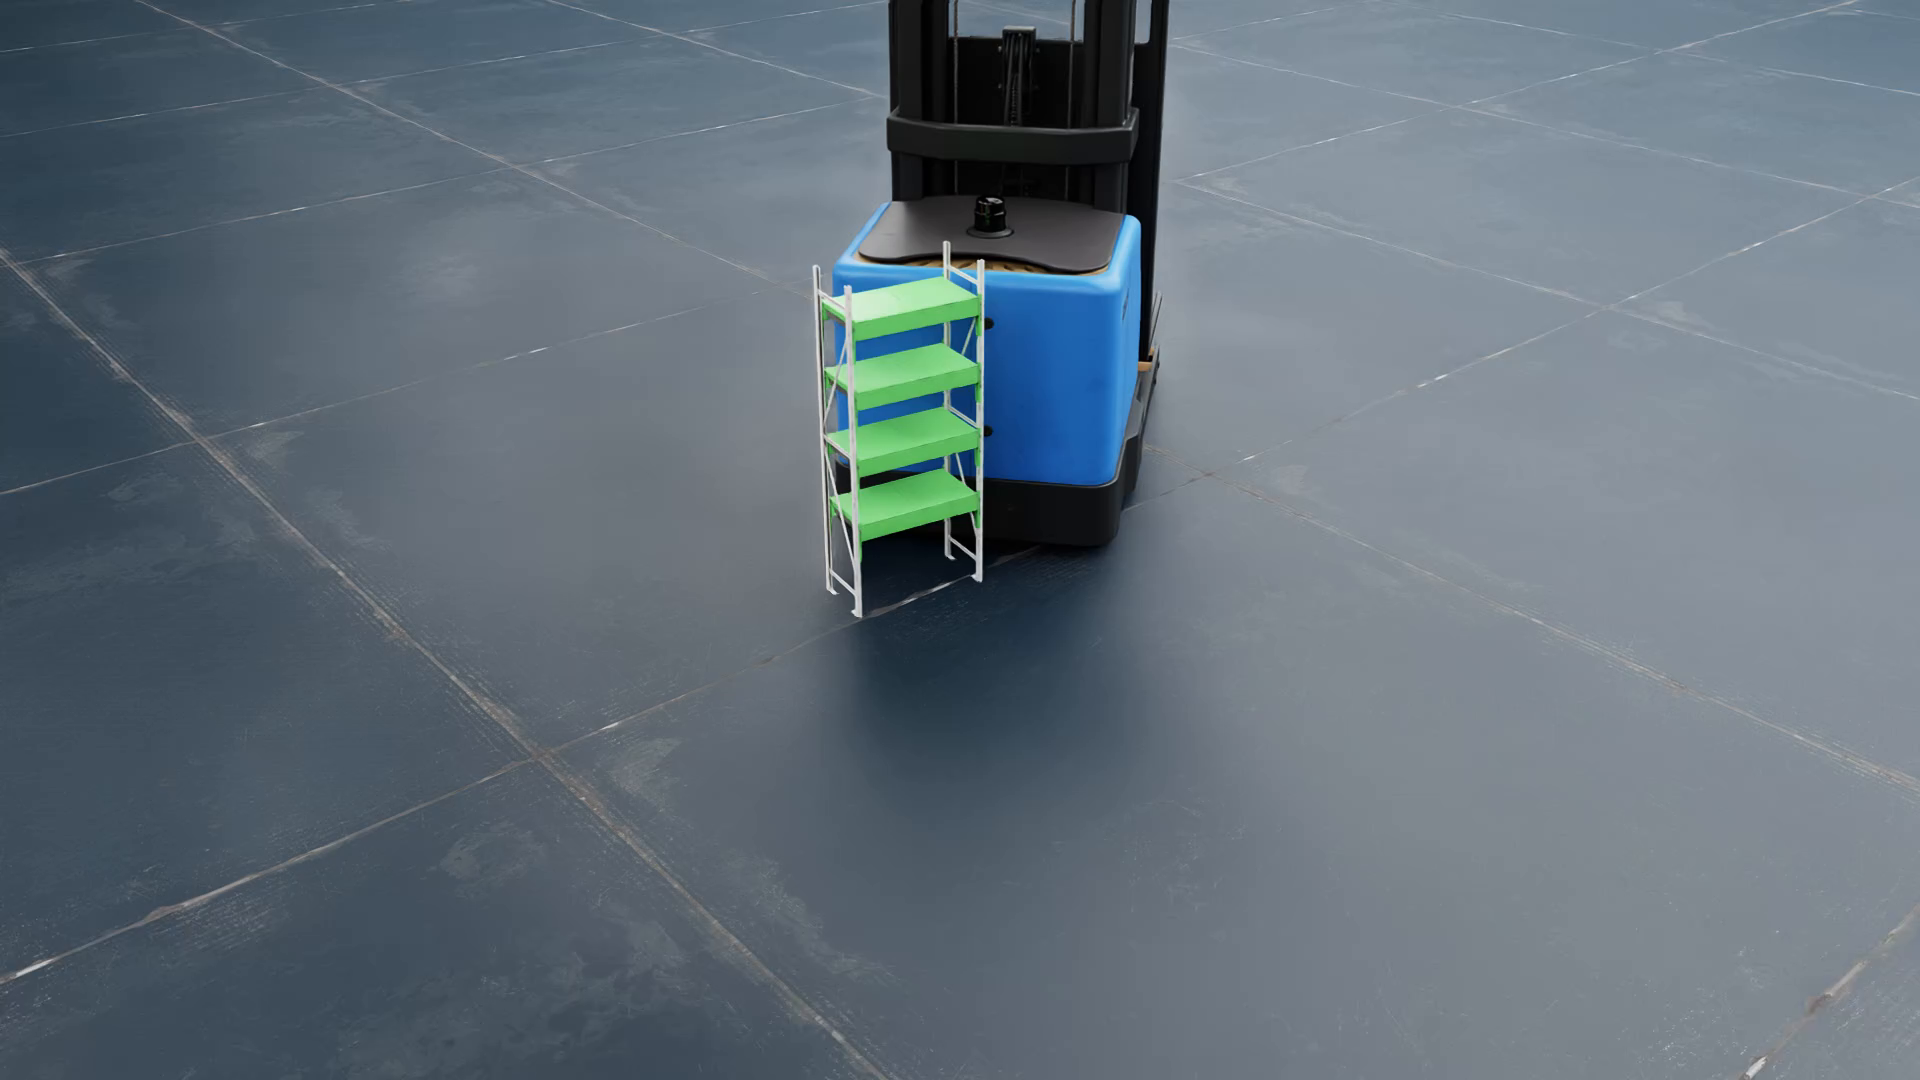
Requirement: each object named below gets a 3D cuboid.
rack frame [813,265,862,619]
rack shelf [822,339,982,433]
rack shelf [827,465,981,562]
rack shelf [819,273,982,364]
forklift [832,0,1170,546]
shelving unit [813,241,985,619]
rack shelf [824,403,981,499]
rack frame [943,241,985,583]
[{"bbox_3d":[-0.406,-0.307,5.551,0.015,1.200,0.240,-16,32,-27],"label":"rack frame"},{"bbox_3d":[-0.197,-0.521,5.579,0.480,0.148,0.258,-16,32,-27],"label":"rack shelf"},{"bbox_3d":[-0.197,-0.098,5.805,0.480,0.148,0.258,-16,32,-27],"label":"rack shelf"},{"bbox_3d":[-0.197,-0.733,5.465,0.480,0.148,0.258,-16,32,-27],"label":"rack shelf"},{"bbox_3d":[0.308,-1.943,6.777,1.130,2.935,3.031,5,29,9],"label":"forklift"},{"bbox_3d":[-0.197,-0.366,5.662,0.503,1.200,0.258,-16,32,-27],"label":"shelving unit"},{"bbox_3d":[-0.197,-0.310,5.692,0.480,0.148,0.258,-16,32,-27],"label":"rack shelf"},{"bbox_3d":[0.012,-0.425,5.773,0.015,1.200,0.240,-16,32,-27],"label":"rack frame"}]
